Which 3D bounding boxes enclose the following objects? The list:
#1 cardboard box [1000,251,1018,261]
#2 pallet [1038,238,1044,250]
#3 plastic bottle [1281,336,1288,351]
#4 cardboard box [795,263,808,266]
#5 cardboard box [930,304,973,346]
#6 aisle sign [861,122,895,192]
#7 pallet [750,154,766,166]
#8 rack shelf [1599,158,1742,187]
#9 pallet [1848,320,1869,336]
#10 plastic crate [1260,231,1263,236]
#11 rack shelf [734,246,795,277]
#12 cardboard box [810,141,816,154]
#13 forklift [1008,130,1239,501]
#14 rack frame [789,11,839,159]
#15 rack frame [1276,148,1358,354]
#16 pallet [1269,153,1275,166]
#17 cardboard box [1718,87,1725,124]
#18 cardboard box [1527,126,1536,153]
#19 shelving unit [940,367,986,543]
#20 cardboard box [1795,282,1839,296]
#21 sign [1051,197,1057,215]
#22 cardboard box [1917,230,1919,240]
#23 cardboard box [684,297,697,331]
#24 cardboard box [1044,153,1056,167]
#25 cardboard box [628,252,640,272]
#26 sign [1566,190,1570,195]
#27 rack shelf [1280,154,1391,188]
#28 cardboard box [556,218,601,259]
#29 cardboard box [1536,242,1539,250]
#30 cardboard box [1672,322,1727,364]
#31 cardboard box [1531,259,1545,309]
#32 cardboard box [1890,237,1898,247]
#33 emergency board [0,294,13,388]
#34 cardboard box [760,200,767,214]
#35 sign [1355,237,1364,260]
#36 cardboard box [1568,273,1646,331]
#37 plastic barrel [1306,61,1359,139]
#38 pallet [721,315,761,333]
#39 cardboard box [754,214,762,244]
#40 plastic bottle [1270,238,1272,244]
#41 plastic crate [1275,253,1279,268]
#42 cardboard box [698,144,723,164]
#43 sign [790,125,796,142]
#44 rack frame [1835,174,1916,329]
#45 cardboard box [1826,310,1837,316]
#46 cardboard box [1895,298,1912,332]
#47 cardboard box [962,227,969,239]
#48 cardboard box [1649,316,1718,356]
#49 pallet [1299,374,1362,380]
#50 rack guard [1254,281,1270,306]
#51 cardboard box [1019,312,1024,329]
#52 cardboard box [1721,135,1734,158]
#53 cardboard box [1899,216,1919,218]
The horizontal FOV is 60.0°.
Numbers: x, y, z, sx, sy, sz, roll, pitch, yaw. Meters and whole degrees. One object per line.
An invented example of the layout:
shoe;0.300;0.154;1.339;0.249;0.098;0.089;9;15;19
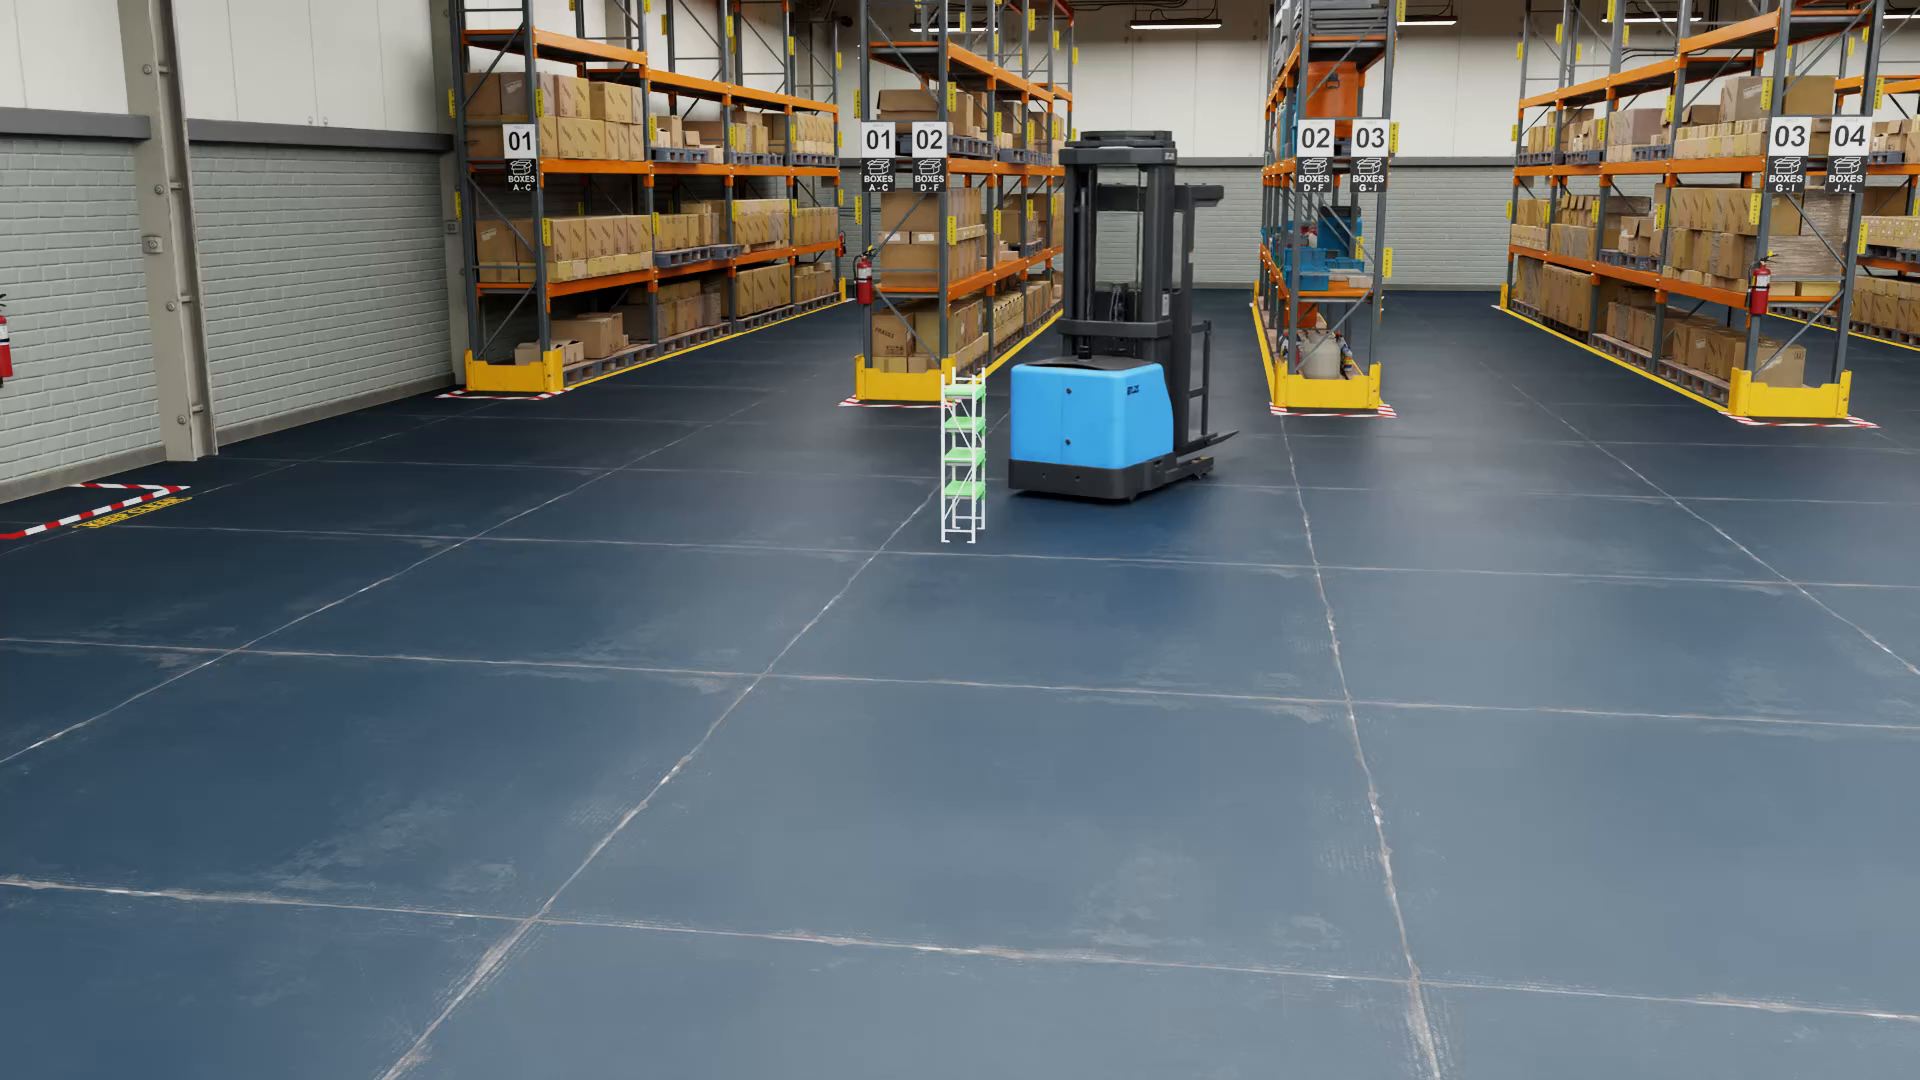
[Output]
cardboard box;0.721;-4.504;26.370;0.380;0.149;0.250;2;12;9
pallet;0.971;-5.399;30.382;1.003;0.211;1.213;2;12;9
plastic bottle;4.237;-2.467;21.564;0.144;0.351;0.185;2;12;8
cardboard box;-3.381;-5.675;34.602;0.380;0.149;0.250;2;12;9
cardboard box;-0.108;-2.802;21.626;0.500;0.500;0.500;2;12;9
aisle sign;-0.944;-4.425;19.233;0.394;0.787;0.004;2;12;9
pallet;-4.093;-6.726;29.410;1.003;0.211;1.213;2;12;11
rack shelf;10.067;-5.200;23.589;1.077;0.370;4.000;2;12;9
pallet;15.757;-3.627;28.323;1.003;0.211;1.213;2;12;9
plastic crate;6.246;-6.097;33.419;0.416;0.233;0.300;2;12;9
rack shelf;-4.001;-5.048;30.003;1.077;0.370;4.000;2;12;9
cardboard box;-3.163;-7.811;33.118;0.500;0.250;0.500;2;12;7
forklift;1.578;-2.008;14.356;1.130;2.935;3.031;7;14;30
rack frame;-3.078;-9.581;35.090;1.000;3.000;0.127;2;12;9
rack frame;4.865;-3.829;22.642;1.000;3.000;0.127;2;12;9
pallet;6.072;-6.702;29.301;1.213;0.211;1.003;2;12;9
cardboard box;9.942;-5.472;21.014;0.500;0.500;0.500;2;12;7
cardboard box;11.372;-7.713;32.071;0.700;0.500;0.500;1;12;7
shelving unit;0.025;-0.621;12.027;0.258;1.200;0.503;2;12;9
cardboard box;9.424;-2.765;18.299;0.380;0.149;0.250;2;12;9
sign;1.751;-6.205;30.916;0.100;0.325;0.005;2;12;9
cardboard box;14.886;-4.665;25.414;0.380;0.149;0.250;2;12;10
cardboard box;-4.610;-3.617;26.544;0.700;0.500;0.500;2;12;8
cardboard box;1.521;-7.142;31.250;0.500;0.250;0.500;2;12;9
cardboard box;-4.782;-3.875;23.162;0.500;0.250;0.500;2;12;9
sign;12.139;-6.828;33.246;0.100;0.325;0.005;2;12;9
rack shelf;4.558;-4.528;20.470;1.077;0.370;4.000;2;12;9
cardboard box;-4.997;-3.920;21.592;0.500;0.500;0.500;1;12;7
cardboard box;10.792;-5.392;30.492;0.380;0.149;0.250;2;12;8
cardboard box;9.658;-2.570;21.736;0.500;0.500;0.500;1;12;7
cardboard box;11.309;-4.823;31.299;0.875;0.875;0.875;2;12;9
cardboard box;15.043;-4.733;26.434;0.380;0.149;0.250;1;12;6
emergency board;-7.627;-1.729;12.897;0.194;1.169;0.643;2;12;9
cardboard box;-3.757;-5.962;29.769;0.500;0.250;0.500;2;12;7
sign;5.407;-3.944;22.519;0.100;0.325;0.005;2;12;9
cardboard box;10.501;-3.811;26.604;1.225;0.875;0.875;1;12;6
plastic barrel;4.199;-4.983;18.861;0.600;0.830;0.708;2;12;9
pallet;-4.113;-3.781;29.039;1.003;0.211;1.213;2;12;9
cardboard box;-3.814;-5.492;29.365;0.500;0.500;0.500;2;12;8
plastic bottle;5.506;-5.157;29.098;0.152;0.276;0.135;2;12;9
plastic crate;4.854;-4.097;24.389;0.450;0.188;0.662;2;12;9
cardboard box;-4.152;-6.257;26.950;0.500;0.311;0.500;2;12;9
sign;-3.156;-7.673;31.383;0.100;0.325;0.005;2;12;9
rack frame;15.875;-5.152;28.781;1.000;3.000;0.127;2;12;9
cardboard box;15.599;-4.057;29.467;0.380;0.149;0.250;2;12;9
cardboard box;15.187;-3.556;26.313;0.500;0.500;0.500;2;12;11
cardboard box;-0.093;-3.973;21.533;0.380;0.149;0.250;2;12;11
cardboard box;9.875;-2.789;22.704;0.700;0.500;0.500;1;12;4
pallet;4.346;-1.820;19.936;1.003;0.211;1.213;2;12;9
rack guard;6.702;-5.111;34.522;1.175;0.500;0.348;2;12;9
cardboard box;0.747;-3.567;26.954;0.500;0.250;0.500;2;12;10
cardboard box;9.128;-4.548;19.214;0.500;0.250;0.500;2;12;10
cardboard box;15.924;-5.326;27.775;0.380;0.149;0.250;1;12;7
